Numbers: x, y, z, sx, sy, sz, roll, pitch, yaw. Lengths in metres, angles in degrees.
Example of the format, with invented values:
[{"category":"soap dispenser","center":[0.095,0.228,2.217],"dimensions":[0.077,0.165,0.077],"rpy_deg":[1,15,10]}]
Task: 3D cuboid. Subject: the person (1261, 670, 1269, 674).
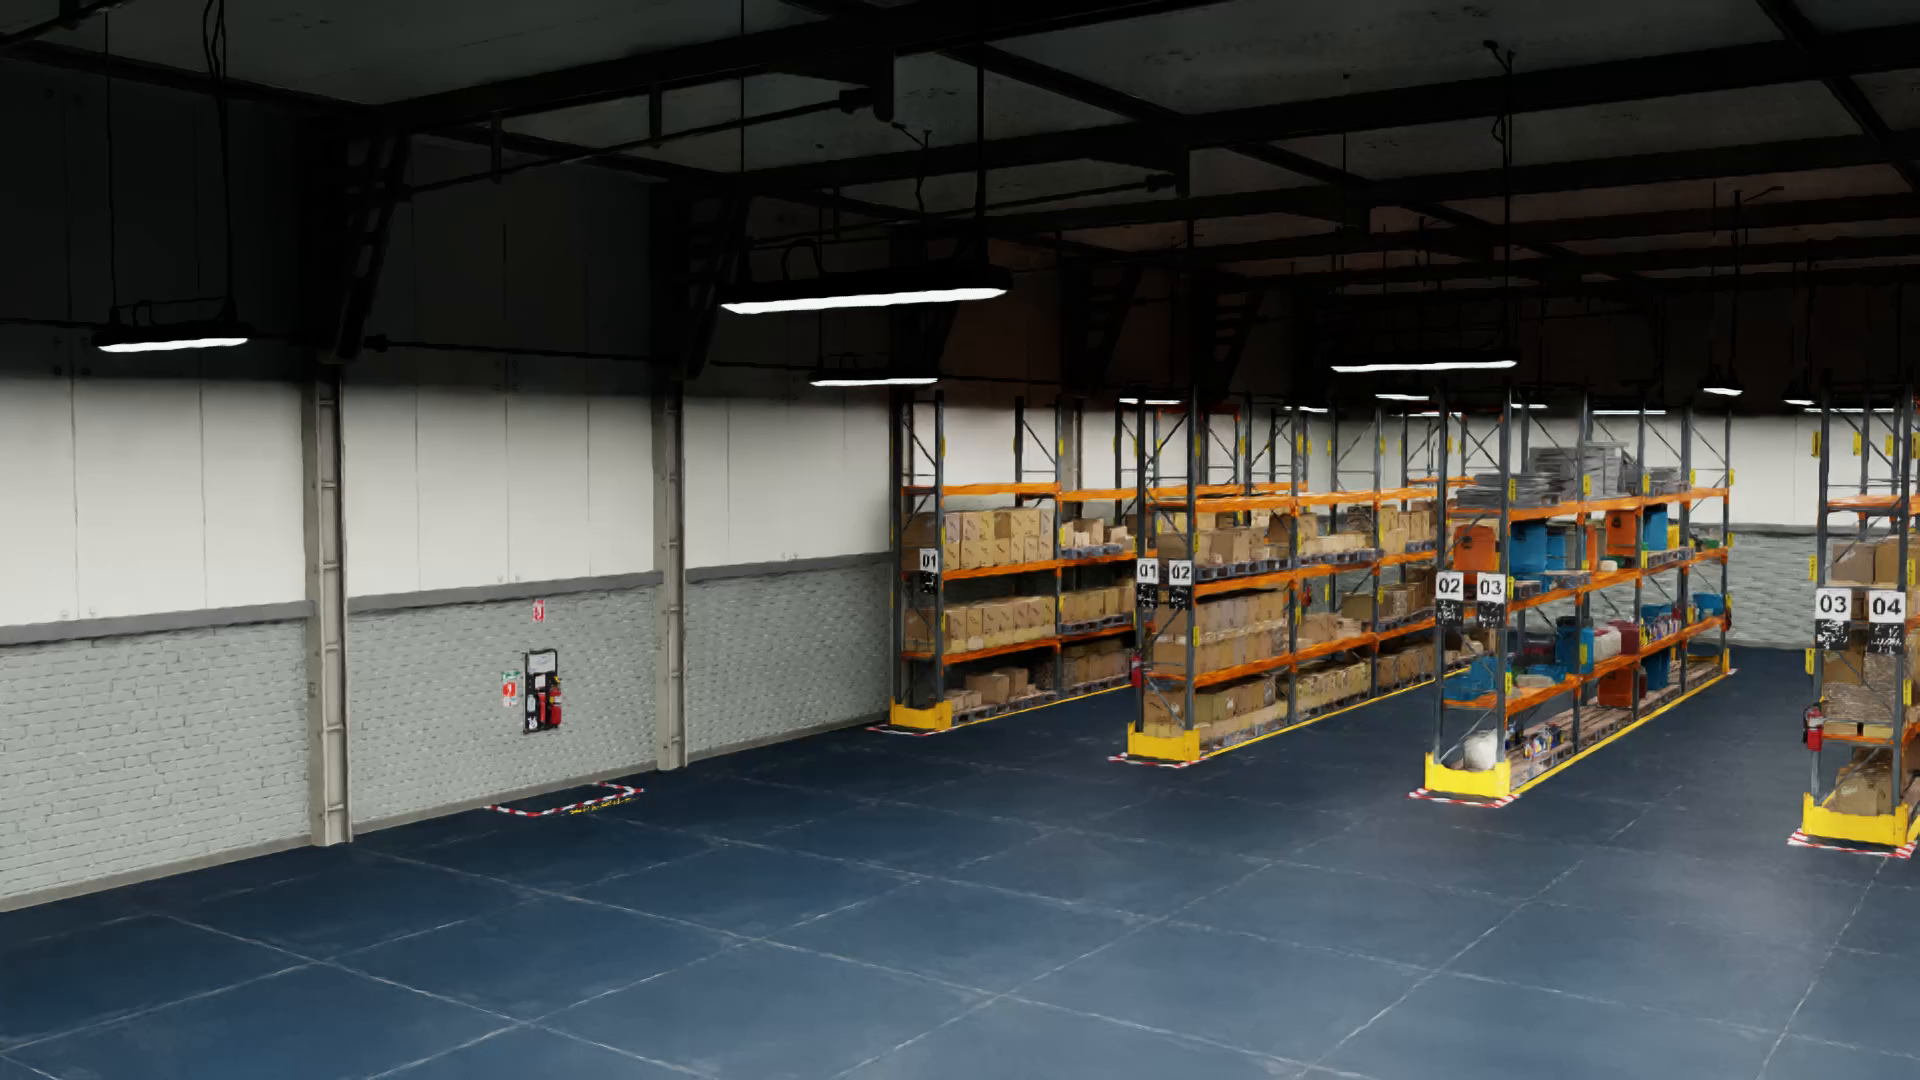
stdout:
[{"category":"person","center":[6.005,2.215,34.067],"dimensions":[0.532,1.707,1.032],"rpy_deg":[3,4,43]}]
